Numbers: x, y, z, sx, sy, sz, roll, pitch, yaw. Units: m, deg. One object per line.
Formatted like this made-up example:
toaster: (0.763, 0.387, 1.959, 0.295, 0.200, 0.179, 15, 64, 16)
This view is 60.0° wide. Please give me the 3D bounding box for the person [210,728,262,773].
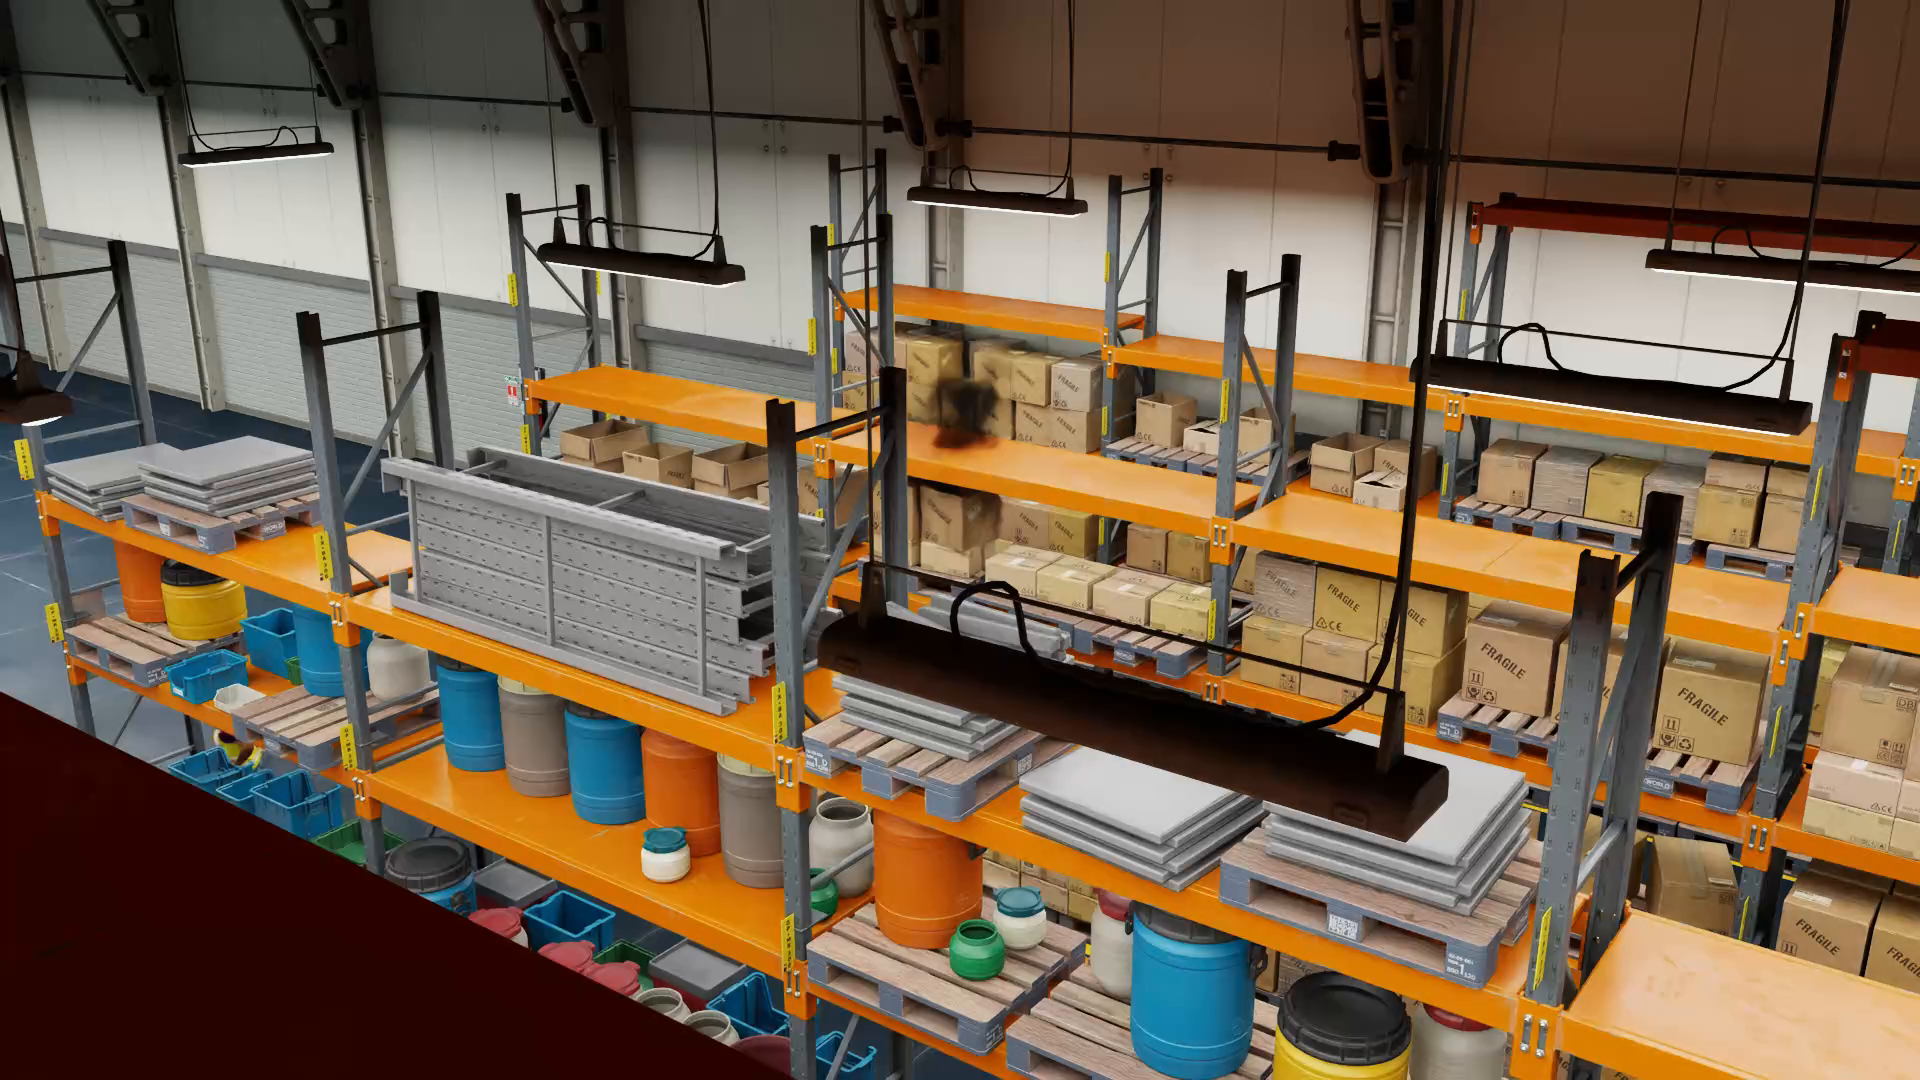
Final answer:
person: (-6.860, 2.146, 15.928, 0.918, 1.766, 0.728, -1, 19, -4)
